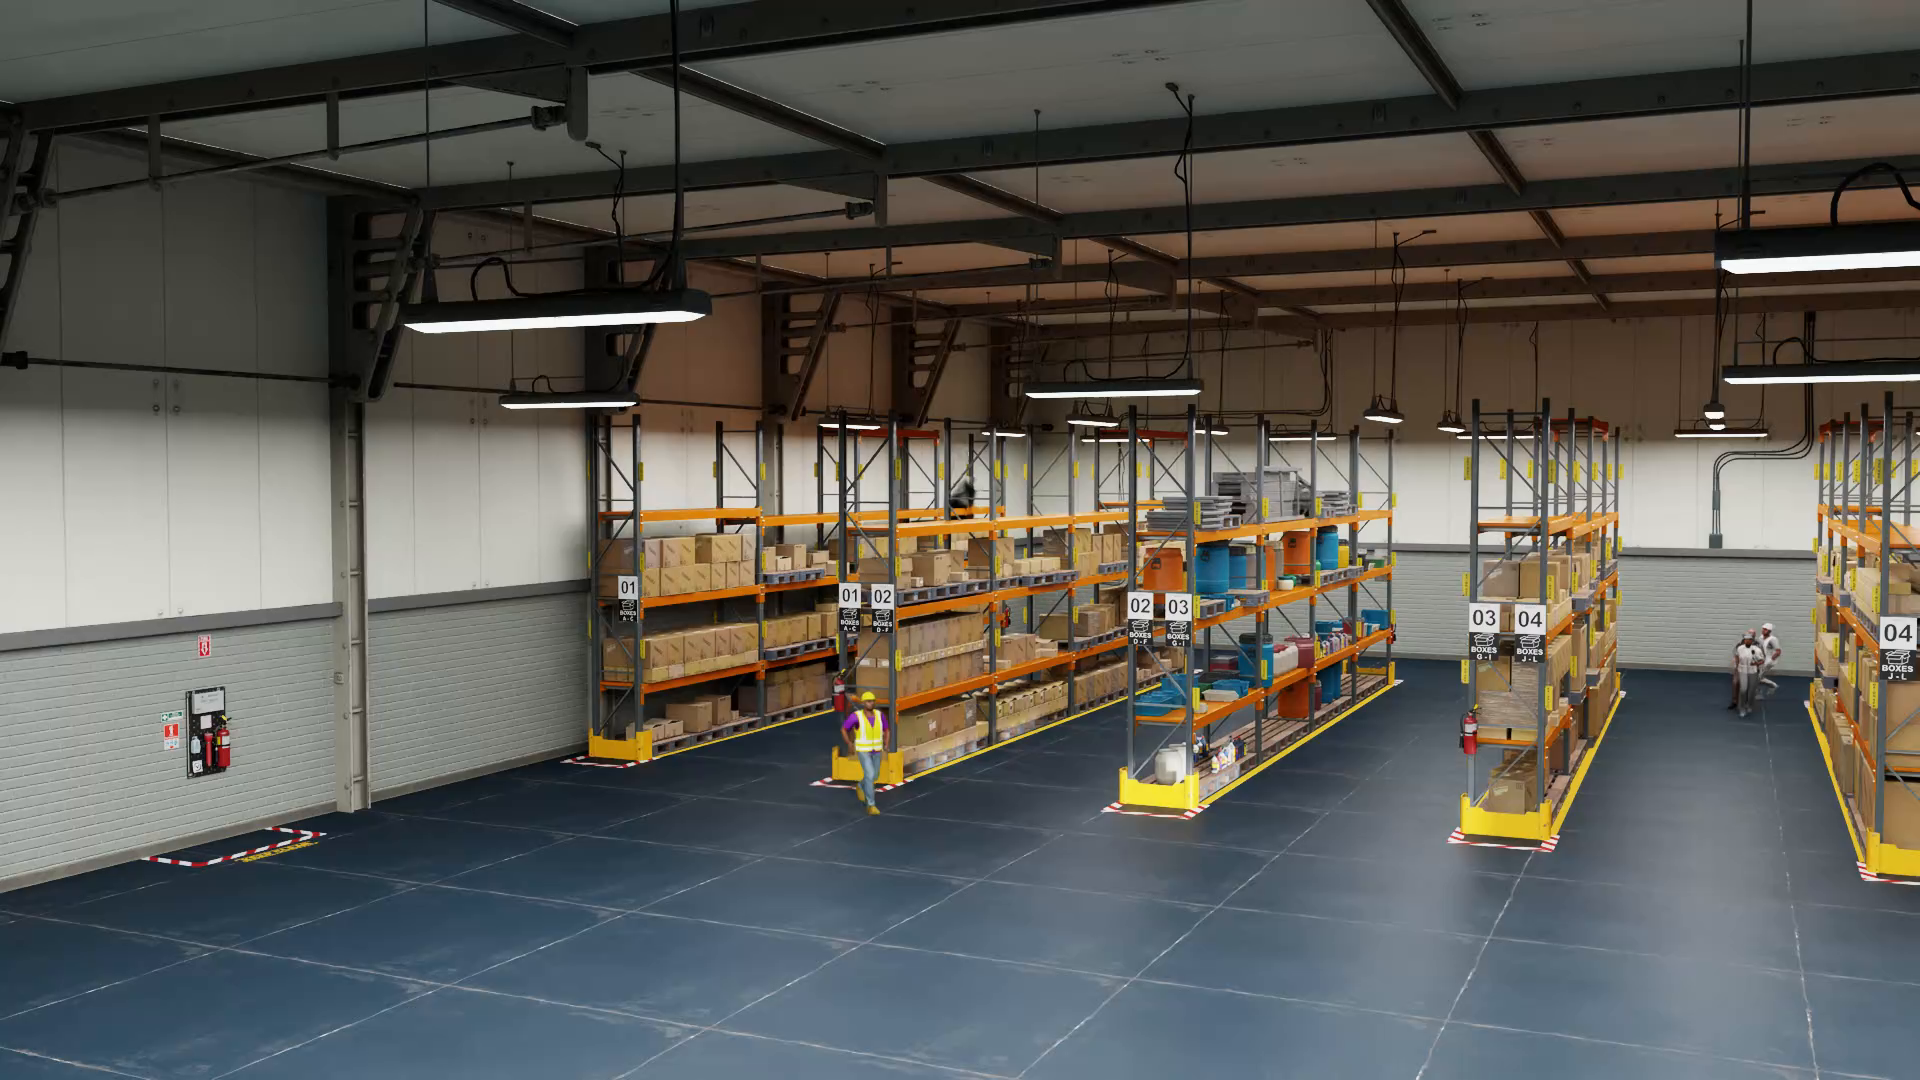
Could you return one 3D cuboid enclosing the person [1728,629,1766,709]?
[{"bbox_3d":[16.675,2.729,35.175,0.698,1.690,0.796,2,3,45],"label":"person"}]

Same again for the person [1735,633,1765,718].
[{"bbox_3d":[16.182,2.763,34.083,0.561,1.757,0.750,1,3,28],"label":"person"}]

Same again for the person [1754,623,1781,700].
[{"bbox_3d":[17.569,2.661,36.262,0.525,1.717,0.732,0,2,-3],"label":"person"}]

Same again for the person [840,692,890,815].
[{"bbox_3d":[-1.373,3.115,24.551,0.723,1.763,0.872,-1,3,-30],"label":"person"}]
